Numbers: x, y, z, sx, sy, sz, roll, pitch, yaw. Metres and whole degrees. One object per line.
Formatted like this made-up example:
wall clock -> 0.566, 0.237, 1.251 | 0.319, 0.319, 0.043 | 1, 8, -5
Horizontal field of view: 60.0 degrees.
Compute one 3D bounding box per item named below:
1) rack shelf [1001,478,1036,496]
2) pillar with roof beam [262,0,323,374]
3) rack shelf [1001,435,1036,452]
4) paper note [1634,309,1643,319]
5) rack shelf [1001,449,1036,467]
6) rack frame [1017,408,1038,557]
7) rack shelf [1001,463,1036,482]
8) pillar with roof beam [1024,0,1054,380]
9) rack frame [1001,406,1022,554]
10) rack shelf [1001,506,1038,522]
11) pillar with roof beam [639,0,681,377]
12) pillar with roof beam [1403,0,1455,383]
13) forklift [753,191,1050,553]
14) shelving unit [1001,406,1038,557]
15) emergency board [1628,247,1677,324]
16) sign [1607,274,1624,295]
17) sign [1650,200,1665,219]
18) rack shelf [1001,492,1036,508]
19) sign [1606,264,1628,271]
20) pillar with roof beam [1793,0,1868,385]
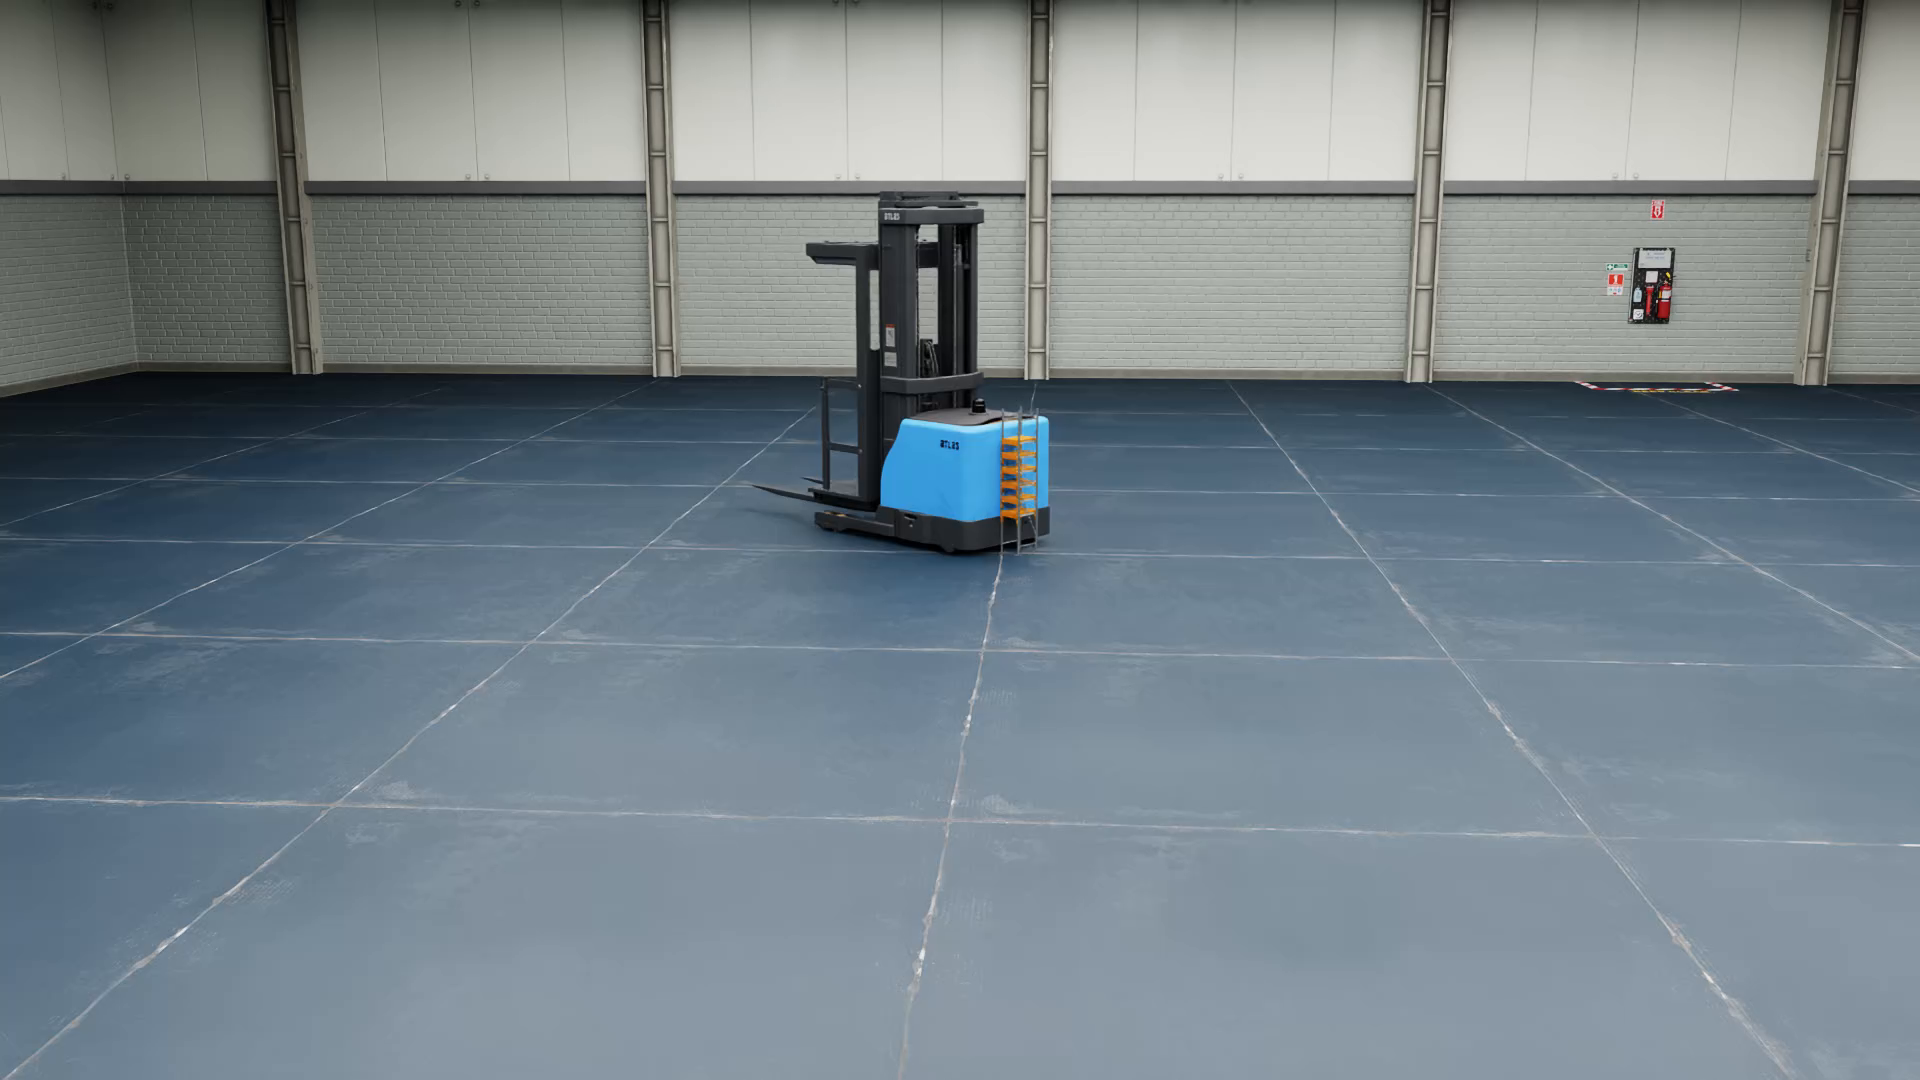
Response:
rack shelf -> 0.487, -0.436, 13.641 | 0.180, 0.103, 0.258 | 11, 16, 43
pillar with roof beam -> -11.030, -6.274, 22.285 | 0.400, 9.000, 9.100 | 1, 12, 4
rack shelf -> 0.487, -0.789, 13.567 | 0.180, 0.103, 0.258 | 11, 16, 43
paper note -> 10.569, -3.516, 25.902 | 0.142, 0.148, 0.016 | 1, 12, 4
rack shelf -> 0.487, -0.671, 13.592 | 0.180, 0.103, 0.258 | 11, 16, 43
rack frame -> 0.553, -0.467, 13.569 | 0.006, 1.200, 0.240 | 11, 16, 43
rack shelf -> 0.487, -0.554, 13.616 | 0.180, 0.103, 0.258 | 11, 16, 43
pillar with roof beam -> 0.943, -6.110, 21.500 | 0.400, 9.000, 9.100 | 1, 12, 4
rack frame -> 0.422, -0.493, 13.695 | 0.006, 1.200, 0.240 | 11, 16, 43
rack shelf -> 0.487, -0.202, 13.690 | 0.180, 0.103, 0.258 | 11, 16, 43
pillar with roof beam -> -5.043, -6.192, 21.892 | 0.400, 9.000, 9.100 | 1, 12, 4
pillar with roof beam -> 6.930, -6.028, 21.107 | 0.400, 9.000, 9.100 | 1, 12, 4
forklift -> -0.639, -1.564, 14.584 | 3.031, 2.935, 1.130 | 11, 16, 43
shelving unit -> 0.487, -0.480, 13.632 | 0.189, 1.200, 0.258 | 11, 16, 43
emergency board -> 10.741, -3.931, 25.733 | 0.643, 1.169, 0.194 | 1, 12, 4
sign -> 10.196, -3.977, 25.866 | 0.234, 0.329, 0.001 | 1, 12, 4
sign -> 10.739, -5.086, 25.593 | 0.199, 0.298, 0.001 | 1, 12, 4
rack shelf -> 0.487, -0.319, 13.666 | 0.180, 0.103, 0.258 | 11, 16, 43
sign -> 10.200, -4.234, 25.803 | 0.331, 0.109, 0.001 | 1, 12, 4
pillar with roof beam -> 12.916, -5.946, 20.715 | 0.400, 9.000, 9.100 | 1, 12, 4
